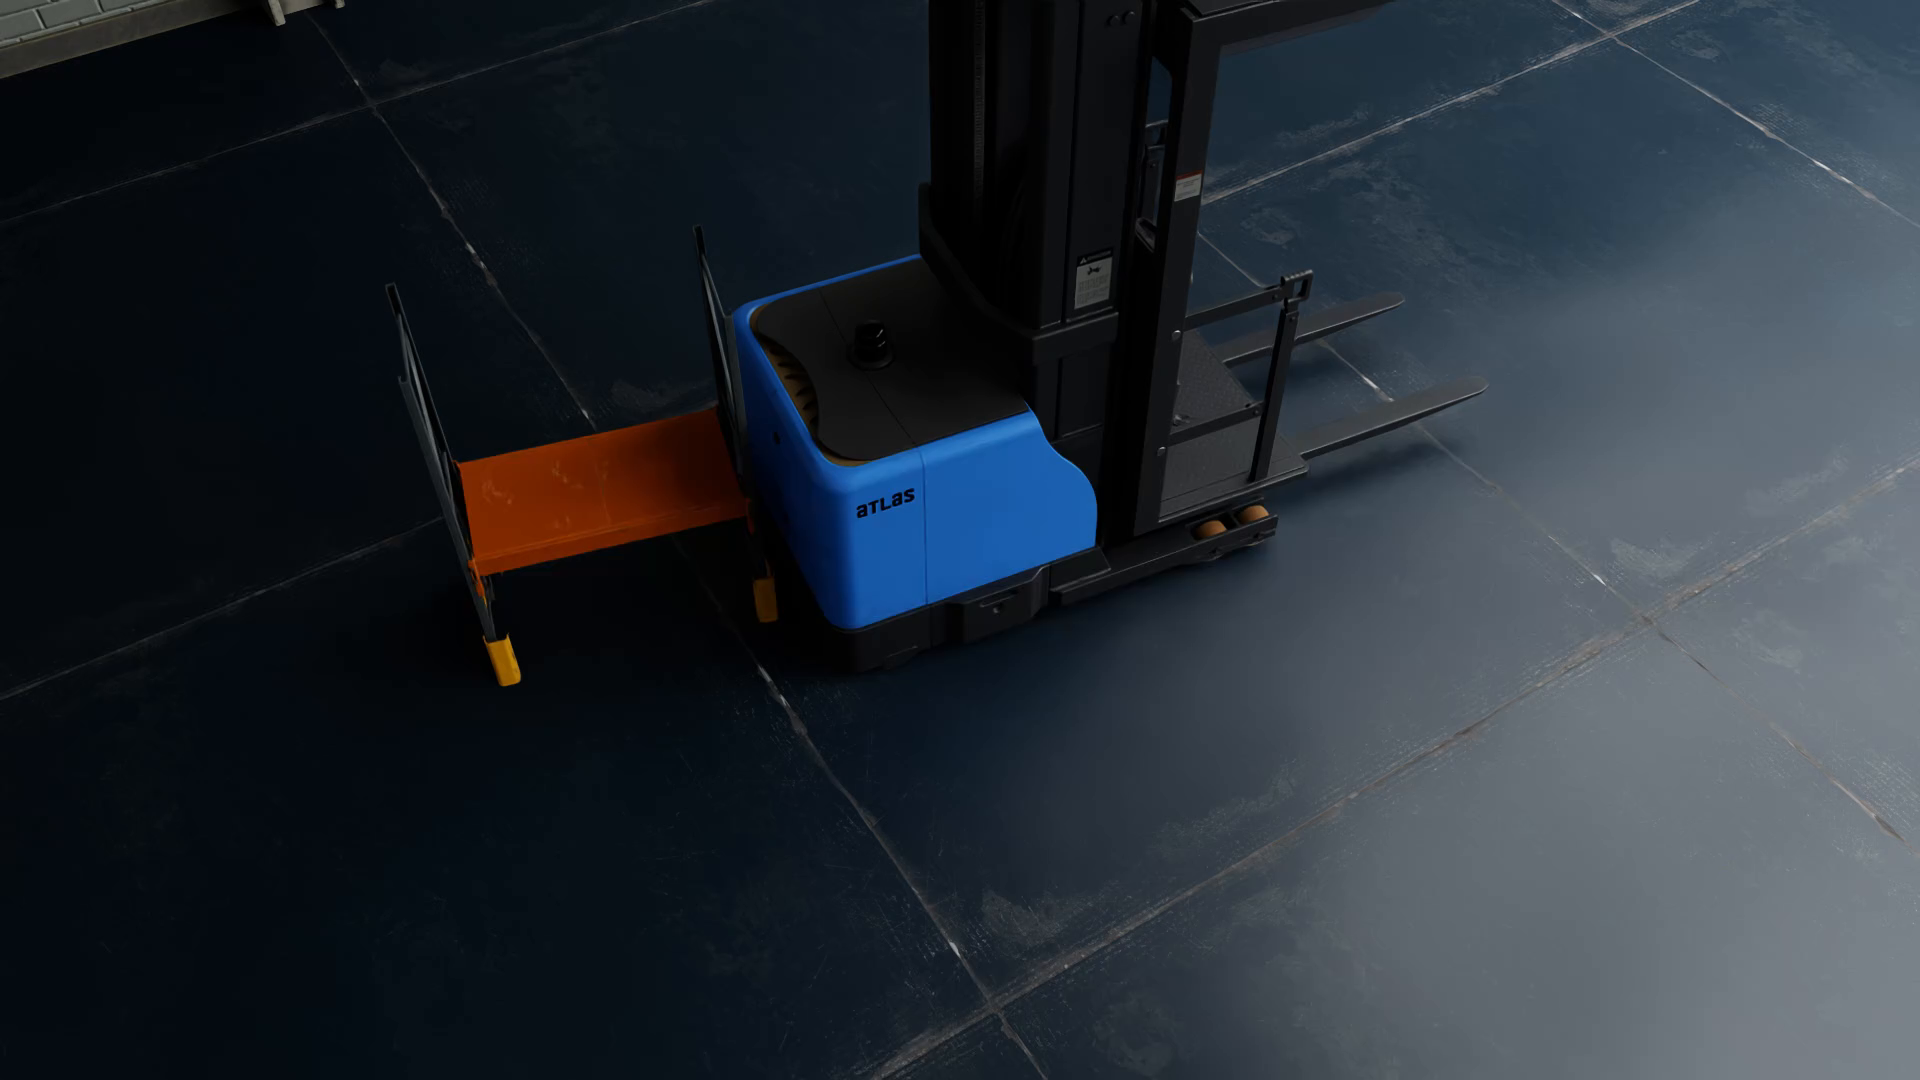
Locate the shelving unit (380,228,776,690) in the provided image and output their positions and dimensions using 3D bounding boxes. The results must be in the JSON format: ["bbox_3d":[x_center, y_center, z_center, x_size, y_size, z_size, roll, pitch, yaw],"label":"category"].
[{"bbox_3d":[-1.309,-0.266,5.928,1.083,1.500,0.587,-13,50,-12],"label":"shelving unit"}]

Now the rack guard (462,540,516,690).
[{"bbox_3d":[-1.784,0.262,6.295,0.087,0.250,0.587,-13,50,-12],"label":"rack guard"}]

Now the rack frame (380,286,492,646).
[{"bbox_3d":[-1.802,-0.150,5.824,0.032,1.500,0.500,-13,50,-12],"label":"rack frame"}]

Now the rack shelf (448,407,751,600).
[{"bbox_3d":[-1.317,-0.144,6.060,1.000,0.185,0.538,-13,50,-12],"label":"rack shelf"}]

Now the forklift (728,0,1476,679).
[{"bbox_3d":[0.693,-1.255,5.850,3.031,2.935,1.130,-21,52,-18],"label":"forklift"}]

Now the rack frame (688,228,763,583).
[{"bbox_3d":[-0.833,-0.378,6.027,0.032,1.500,0.500,-13,50,-12],"label":"rack frame"}]

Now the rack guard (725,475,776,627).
[{"bbox_3d":[-0.834,0.038,6.494,0.087,0.250,0.587,-13,50,-12],"label":"rack guard"}]
